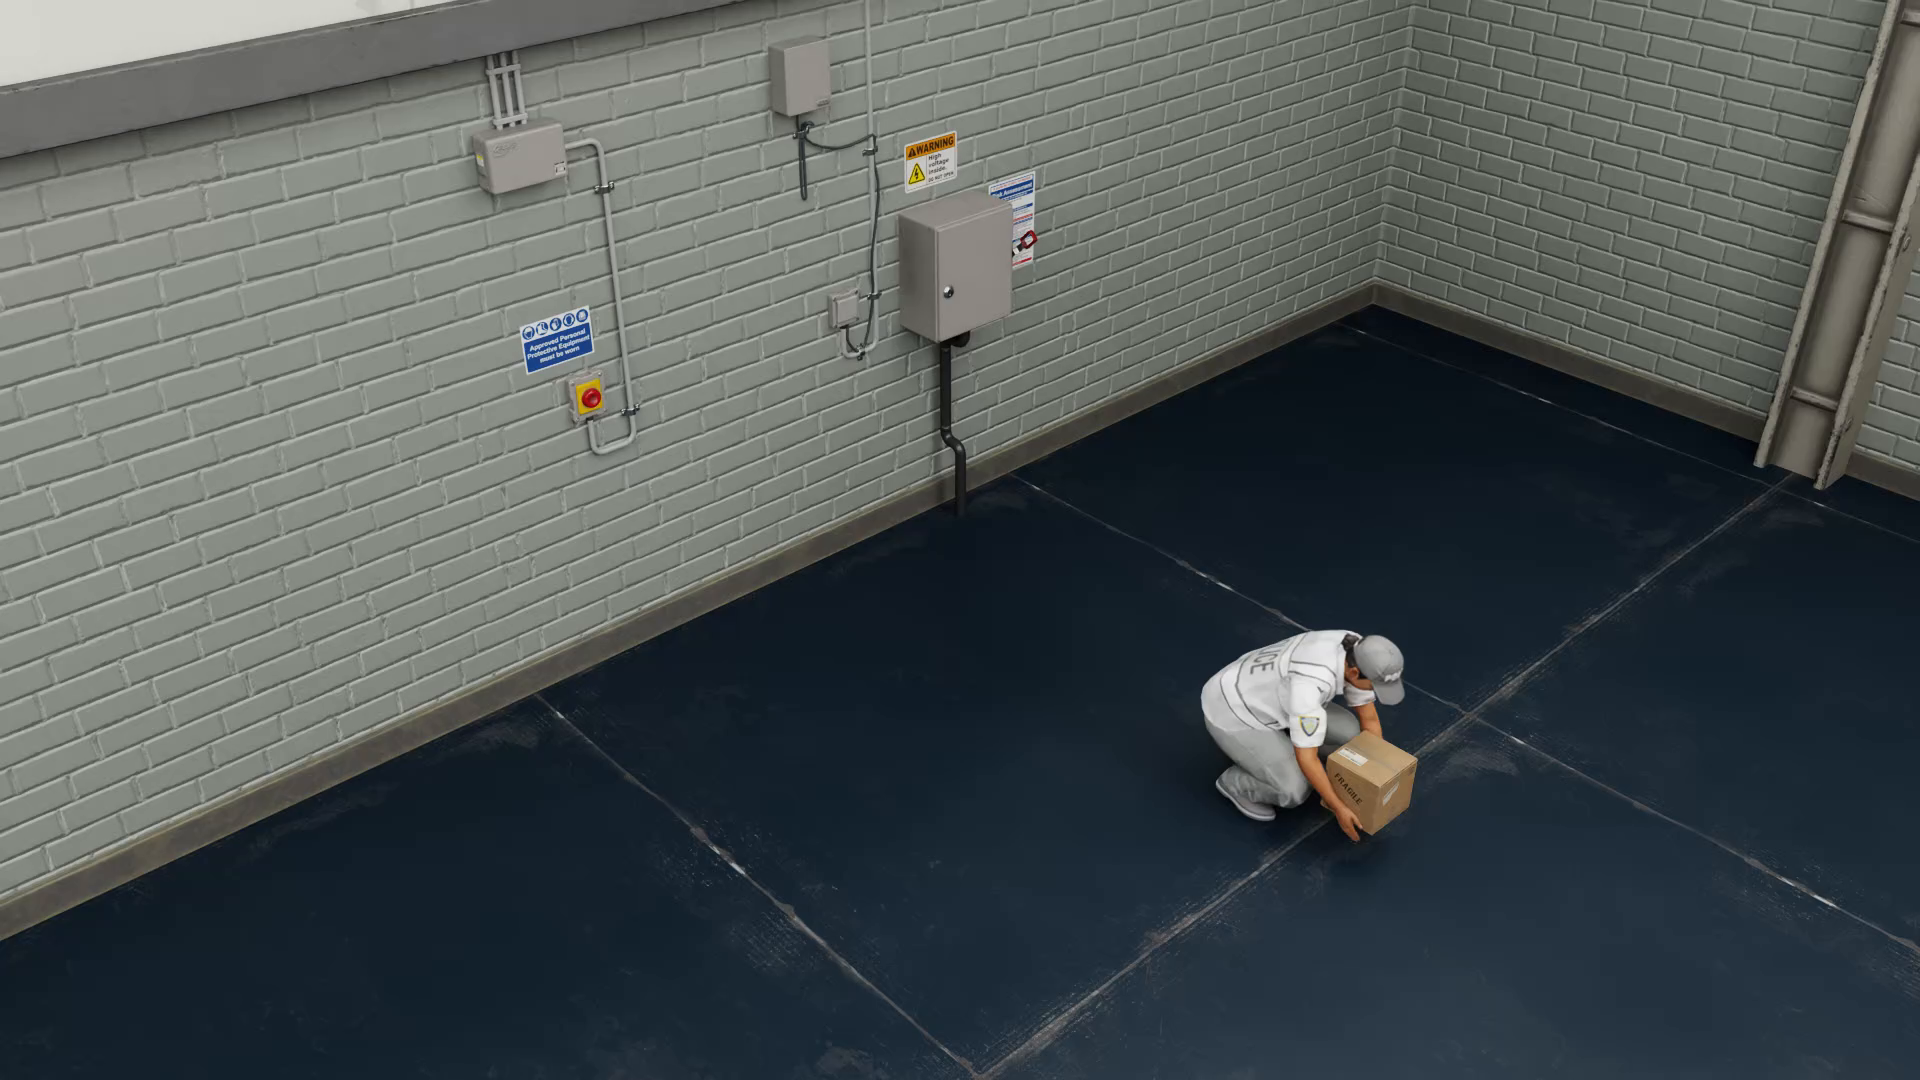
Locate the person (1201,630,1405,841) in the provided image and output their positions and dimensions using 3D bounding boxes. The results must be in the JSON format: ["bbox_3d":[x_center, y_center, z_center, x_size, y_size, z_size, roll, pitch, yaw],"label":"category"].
[{"bbox_3d":[1.394,0.702,6.705,0.526,0.945,0.849,-27,41,-36],"label":"person"}]
